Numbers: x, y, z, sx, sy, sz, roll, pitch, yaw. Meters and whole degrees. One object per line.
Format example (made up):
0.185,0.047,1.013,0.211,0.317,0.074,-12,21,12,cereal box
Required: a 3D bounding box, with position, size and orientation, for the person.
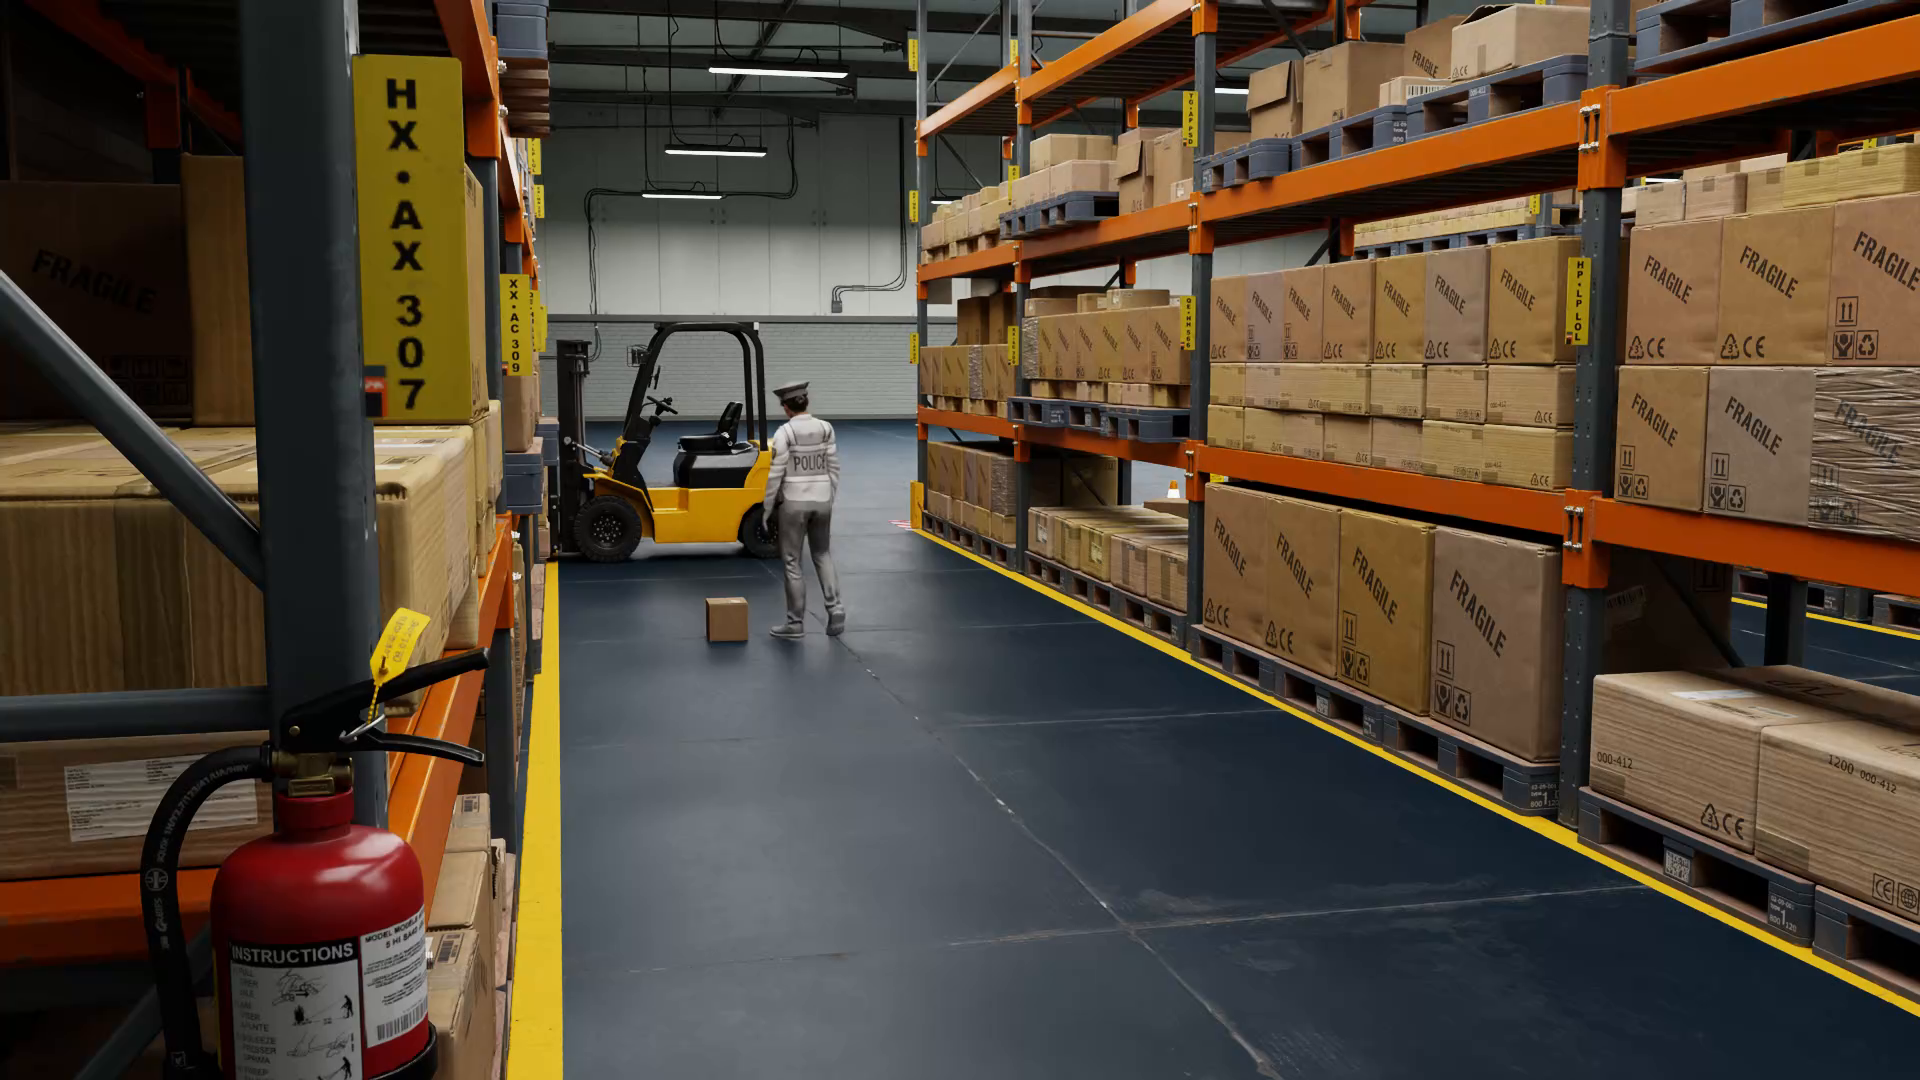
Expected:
-1.011,-0.181,10.808,0.561,1.701,0.375,-5,8,-38,person
